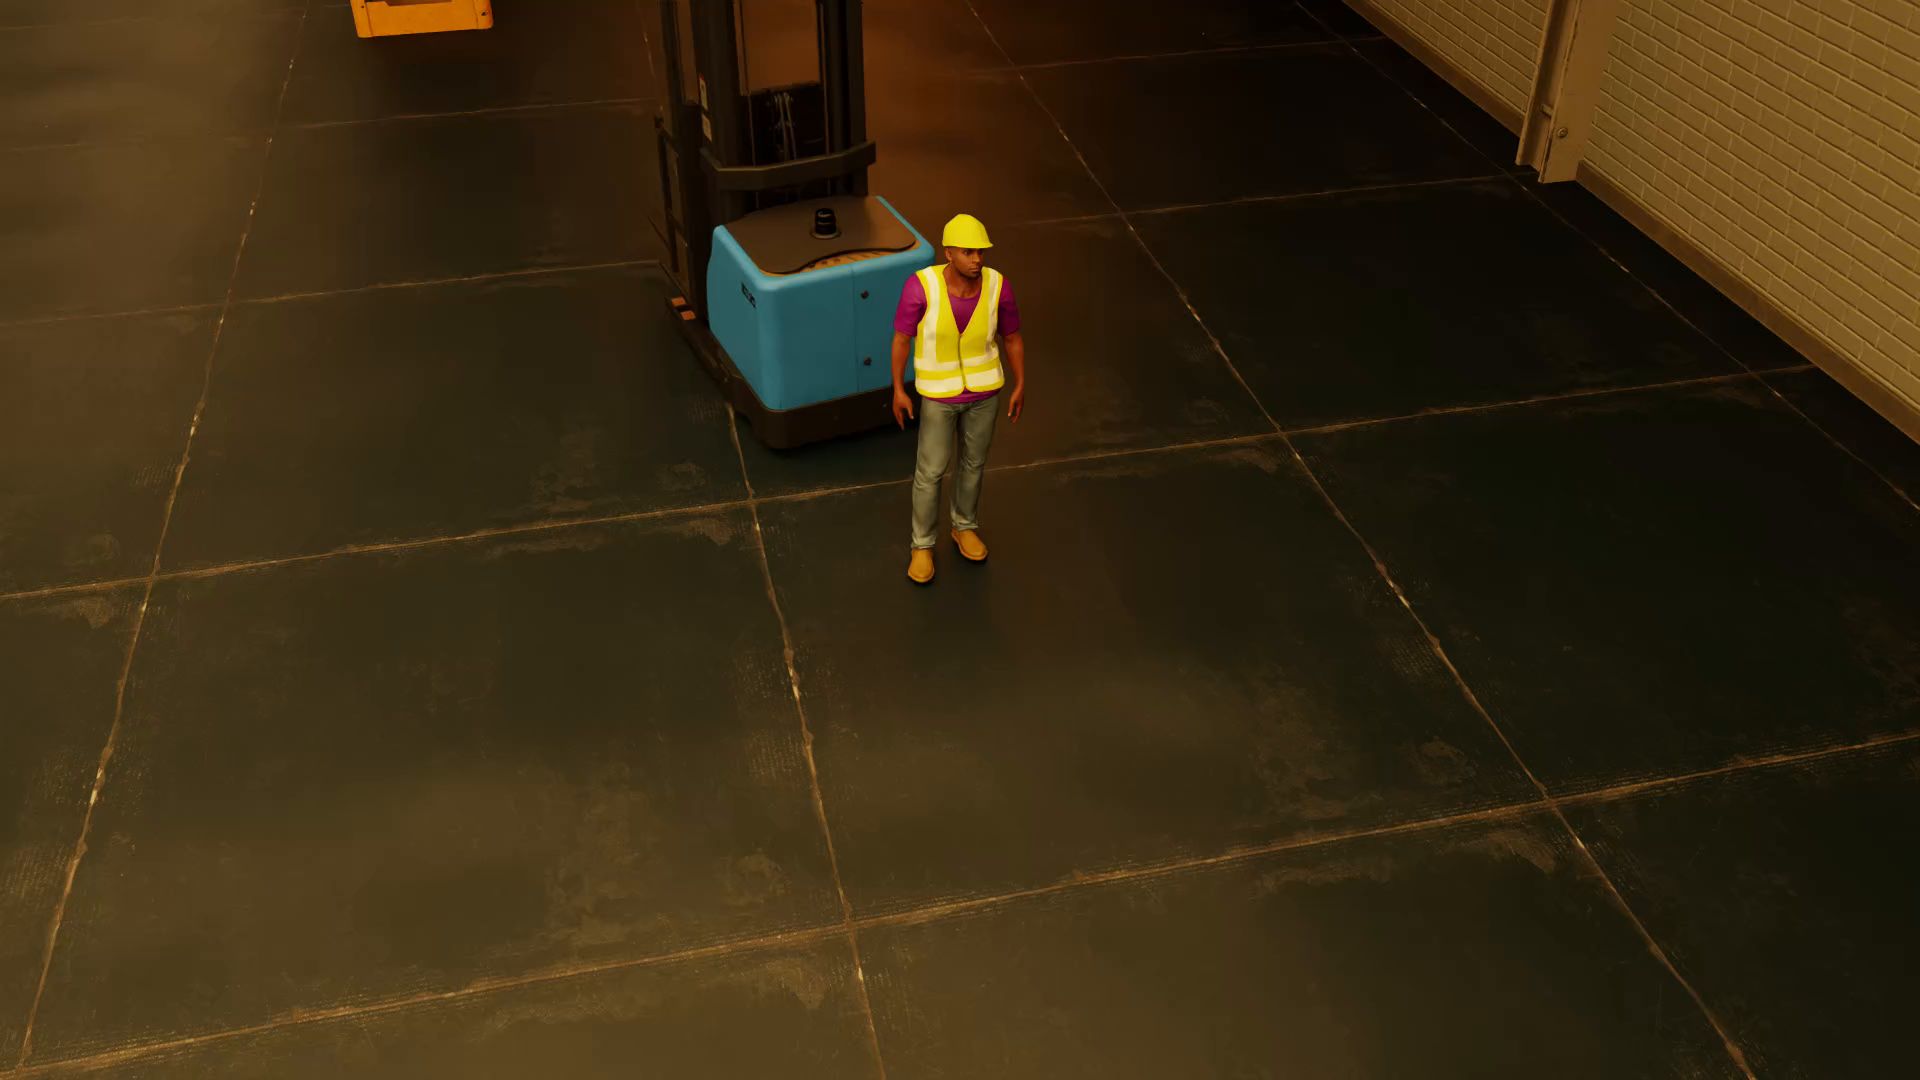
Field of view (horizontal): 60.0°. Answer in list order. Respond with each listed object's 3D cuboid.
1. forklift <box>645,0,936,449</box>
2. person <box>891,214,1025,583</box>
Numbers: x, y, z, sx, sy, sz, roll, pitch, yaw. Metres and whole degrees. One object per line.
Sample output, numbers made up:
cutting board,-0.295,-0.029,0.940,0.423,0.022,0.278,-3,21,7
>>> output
forklift,-1.194,-2.540,9.580,1.130,2.935,3.031,-15,38,-20
person,0.010,-0.683,7.984,0.666,1.765,0.577,-8,36,-11
